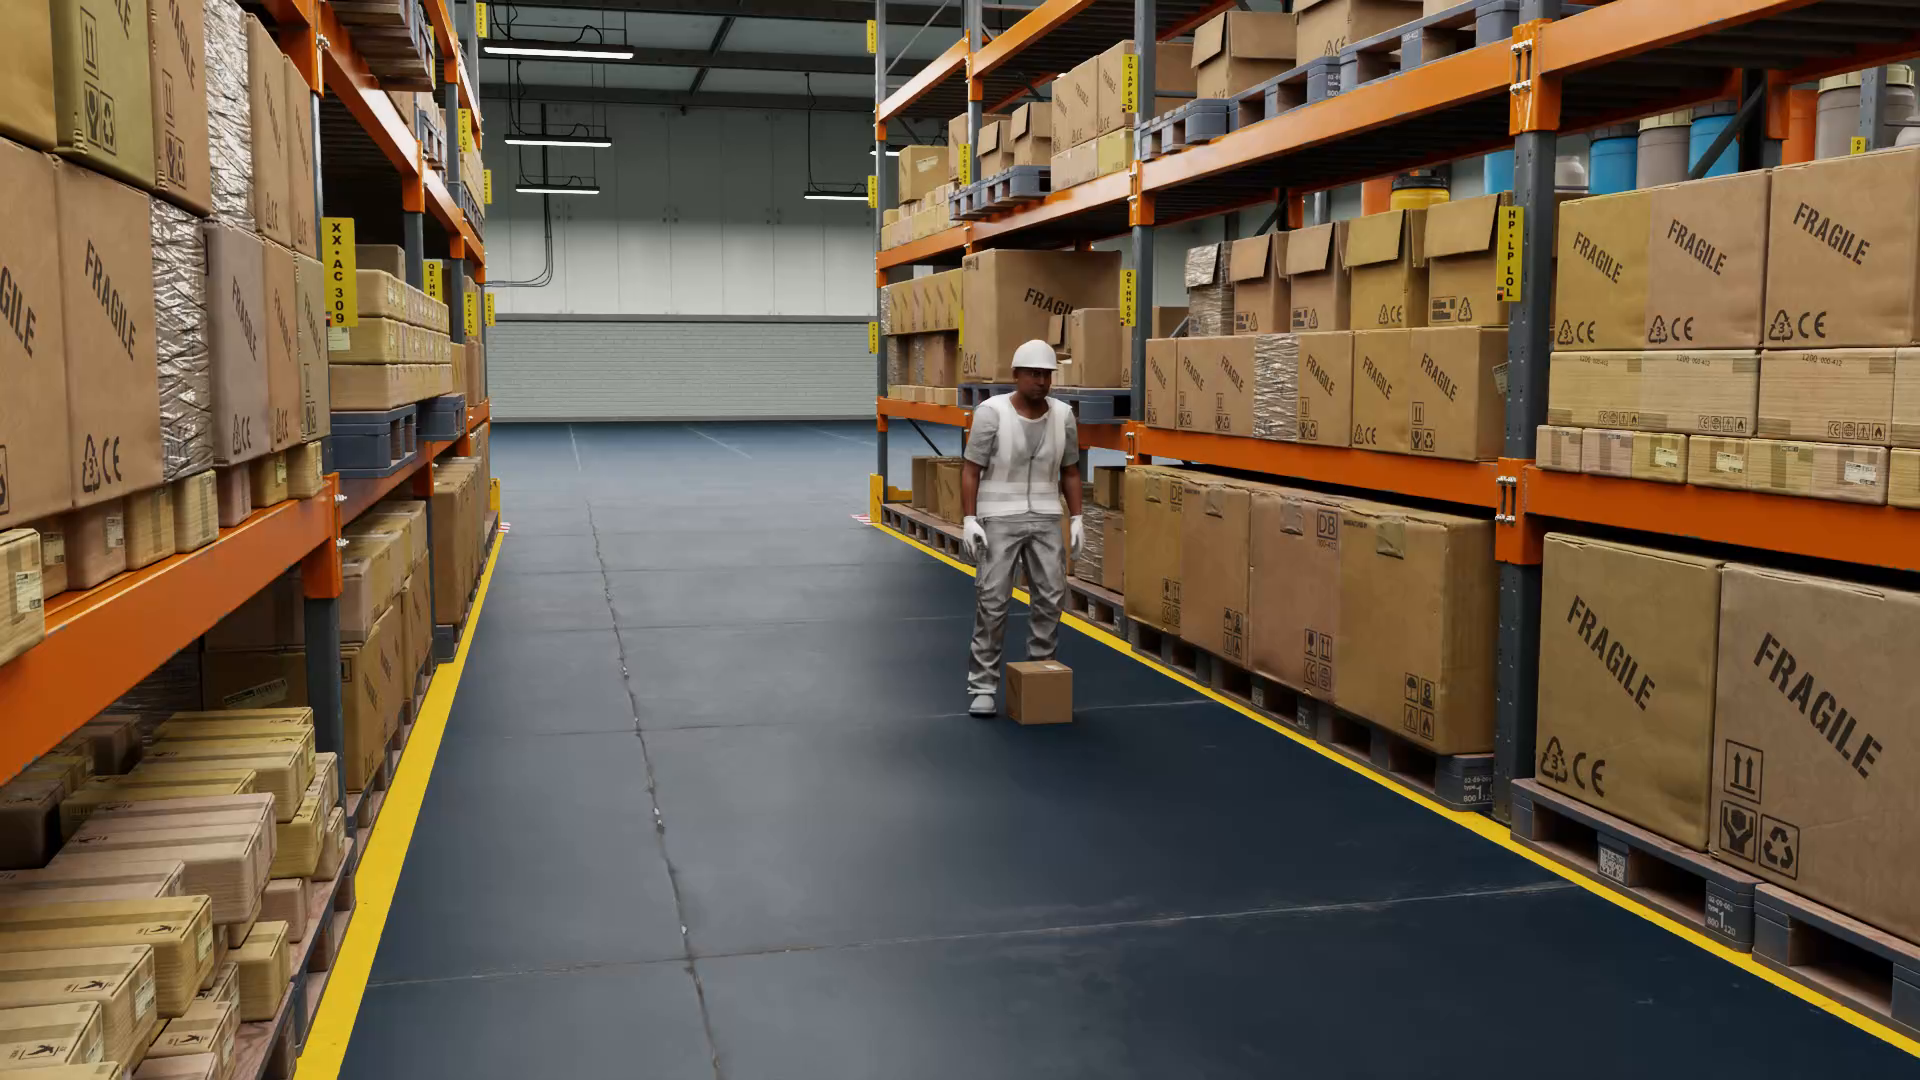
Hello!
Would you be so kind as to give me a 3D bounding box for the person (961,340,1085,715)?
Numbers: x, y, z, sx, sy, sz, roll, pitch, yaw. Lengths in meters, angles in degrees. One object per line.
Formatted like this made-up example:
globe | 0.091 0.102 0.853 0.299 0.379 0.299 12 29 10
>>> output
person | 0.305 -0.064 7.950 0.625 1.773 0.452 -2 6 -17
